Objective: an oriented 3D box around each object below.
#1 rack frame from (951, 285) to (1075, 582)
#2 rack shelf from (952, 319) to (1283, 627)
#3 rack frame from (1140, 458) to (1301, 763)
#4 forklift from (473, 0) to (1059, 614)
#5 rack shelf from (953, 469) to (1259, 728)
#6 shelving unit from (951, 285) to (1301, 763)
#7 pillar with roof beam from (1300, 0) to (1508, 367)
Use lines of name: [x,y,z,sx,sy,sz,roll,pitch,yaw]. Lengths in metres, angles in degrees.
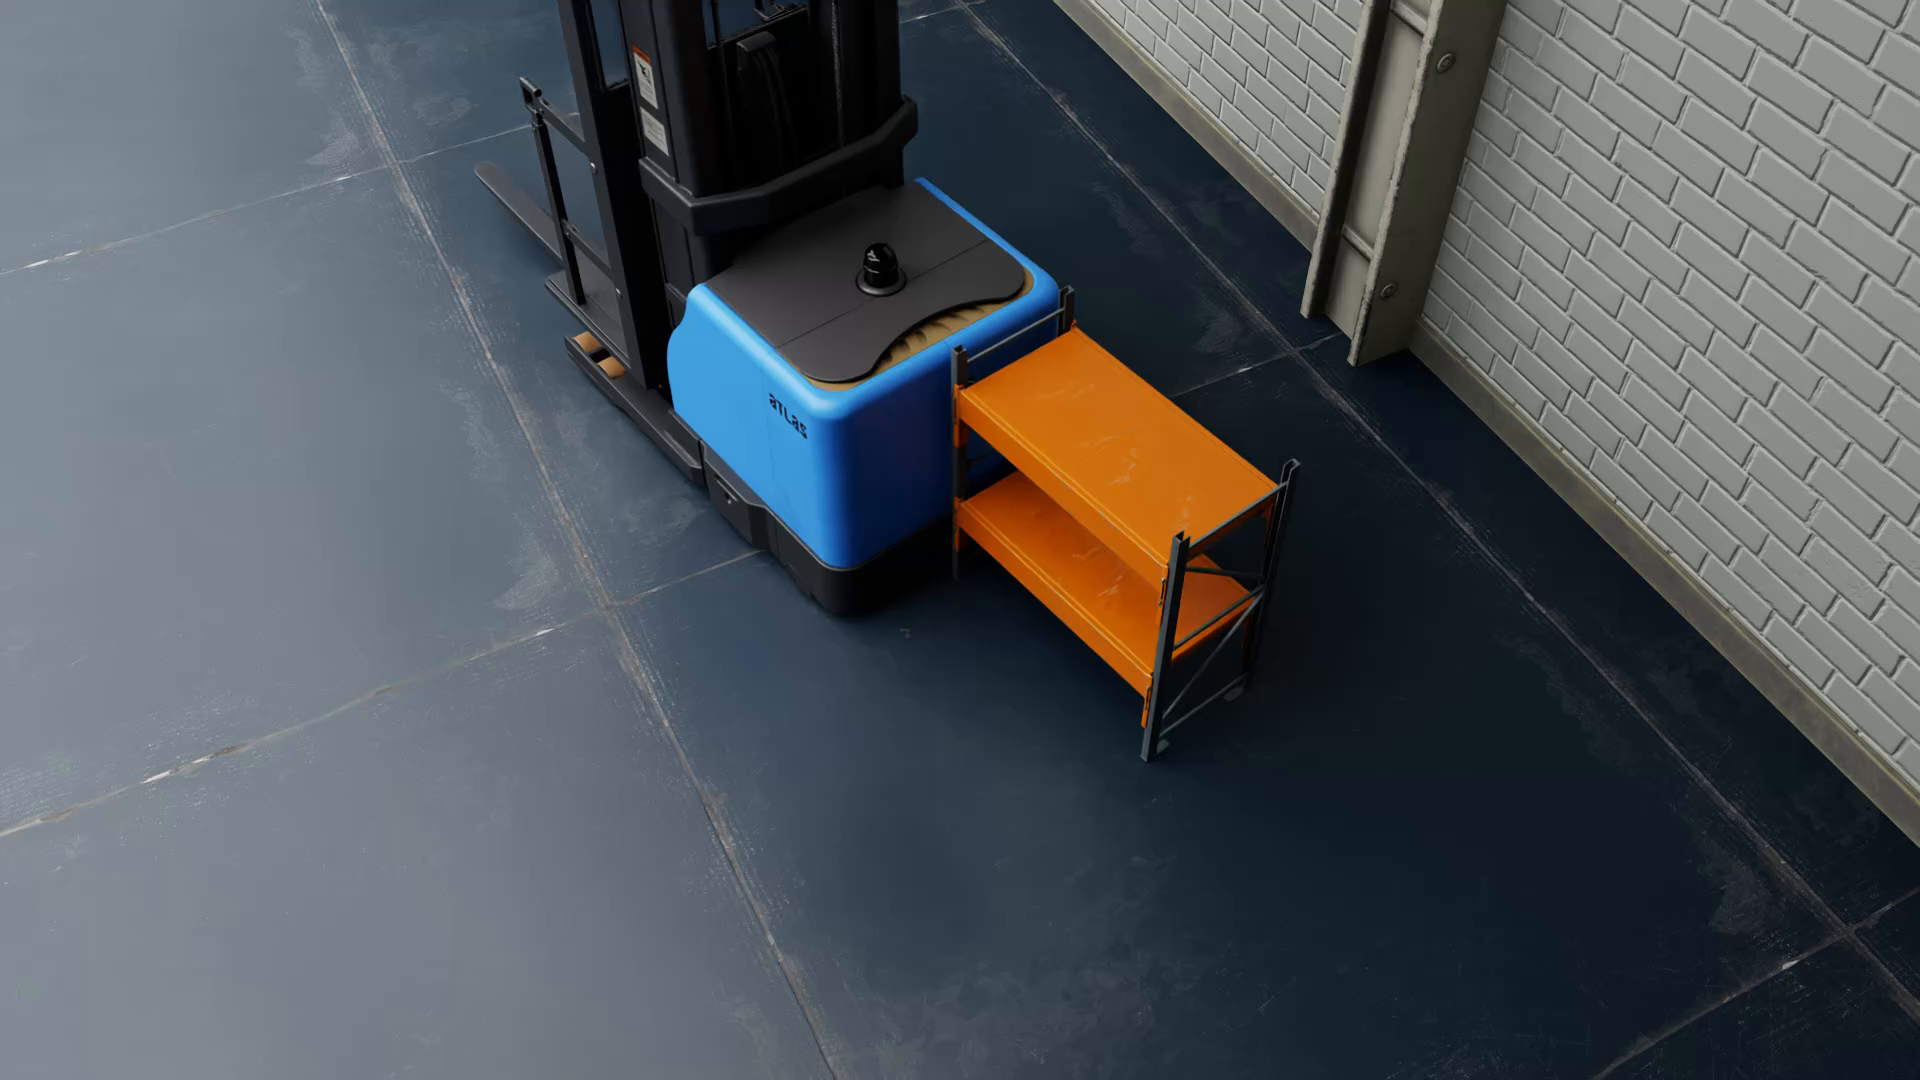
rack frame: [0.175,-0.344,5.804,0.500,1.125,0.032,-31,56,-24]
rack shelf: [0.494,-0.239,5.323,0.538,0.278,1.000,-31,56,-24]
rack frame: [0.813,0.252,5.282,0.500,1.125,0.032,-31,56,-24]
forklift: [-0.962,-1.755,5.838,1.130,2.935,3.031,-31,56,-24]
rack shelf: [0.494,0.115,5.727,0.538,0.278,1.000,-31,56,-24]
shelving unit: [0.494,-0.046,5.543,0.538,1.125,1.048,-31,56,-24]
pillar with roof beam: [-2.151,-2.378,2.352,9.100,9.000,0.400,-21,52,-18]
